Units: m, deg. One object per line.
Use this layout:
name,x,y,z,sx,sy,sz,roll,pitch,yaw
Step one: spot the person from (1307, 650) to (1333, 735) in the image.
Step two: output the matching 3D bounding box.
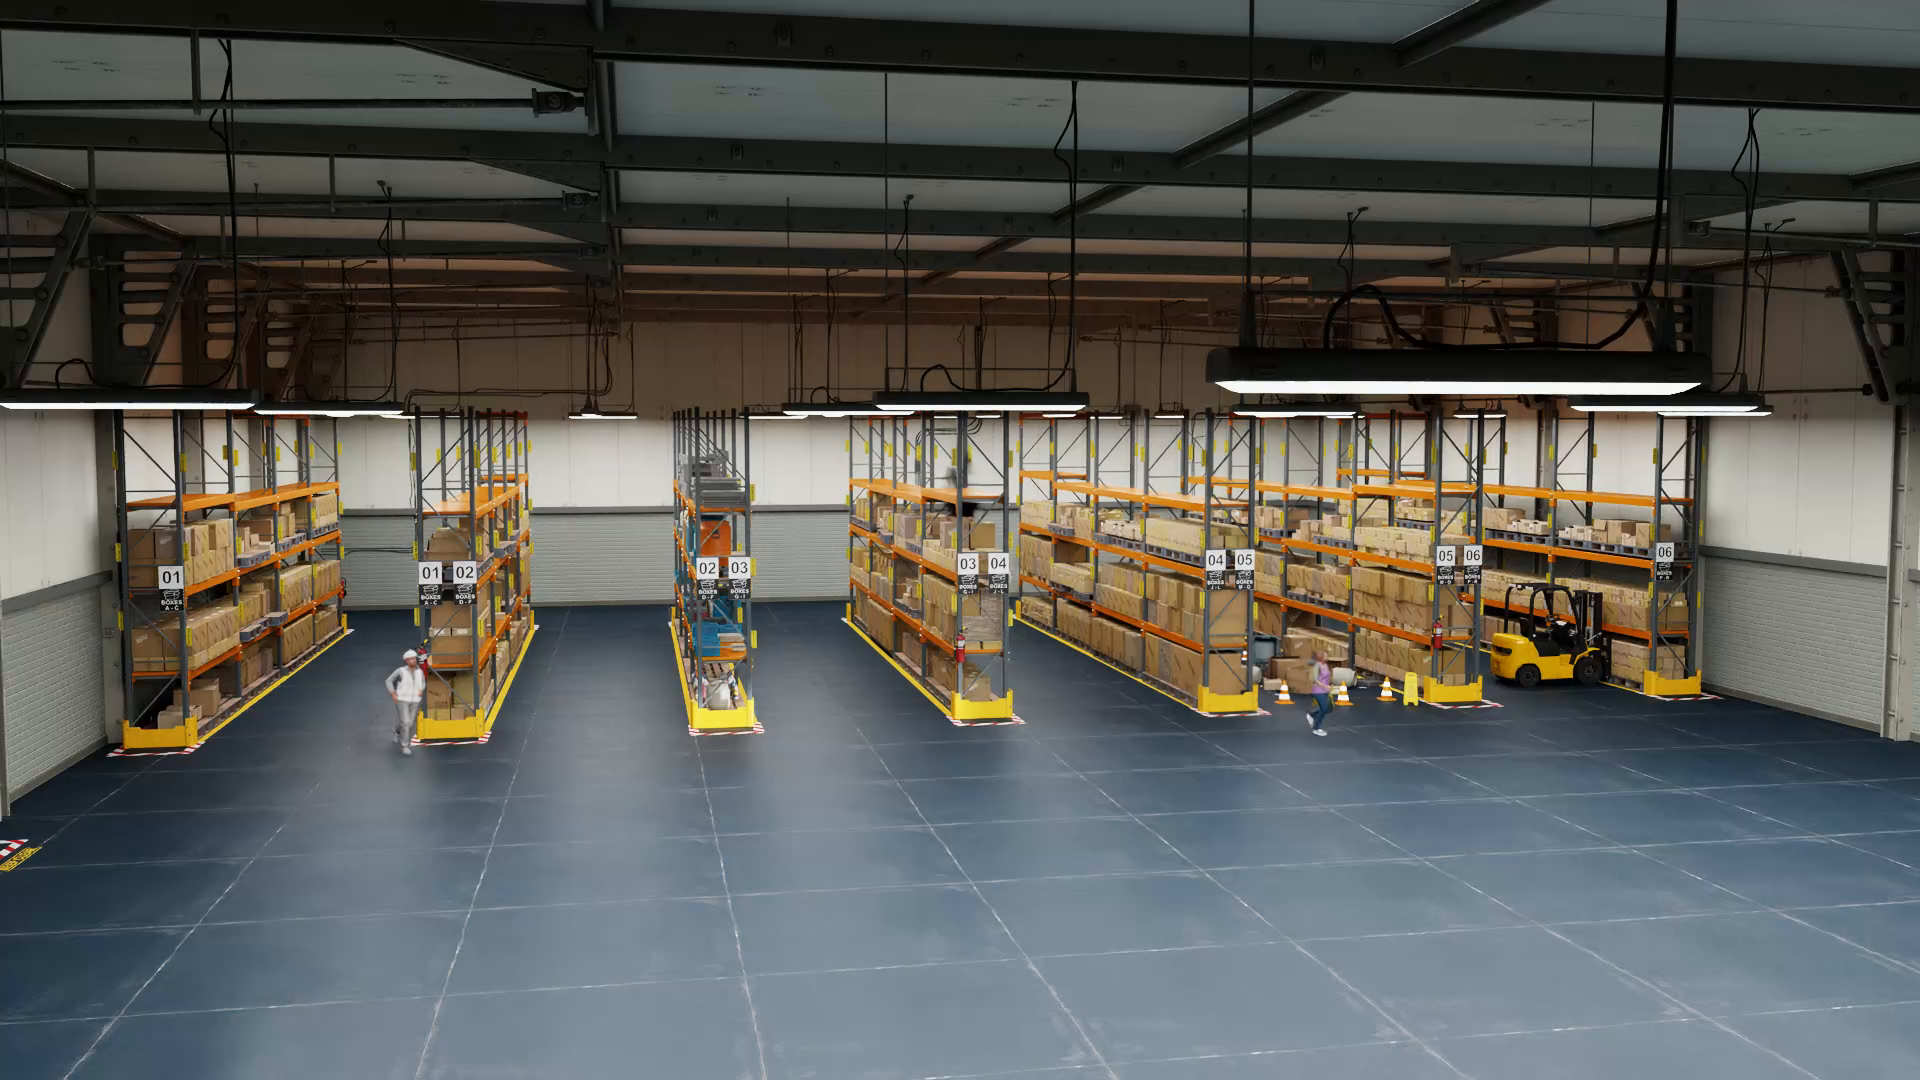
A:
person,6.598,2.786,30.448,0.574,1.560,0.567,3,5,36

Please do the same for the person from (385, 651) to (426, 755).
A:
person,-9.636,2.805,29.004,0.833,1.762,0.705,4,6,43

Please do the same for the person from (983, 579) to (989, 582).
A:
person,0.626,1.506,48.894,0.557,1.531,0.581,2,5,28
